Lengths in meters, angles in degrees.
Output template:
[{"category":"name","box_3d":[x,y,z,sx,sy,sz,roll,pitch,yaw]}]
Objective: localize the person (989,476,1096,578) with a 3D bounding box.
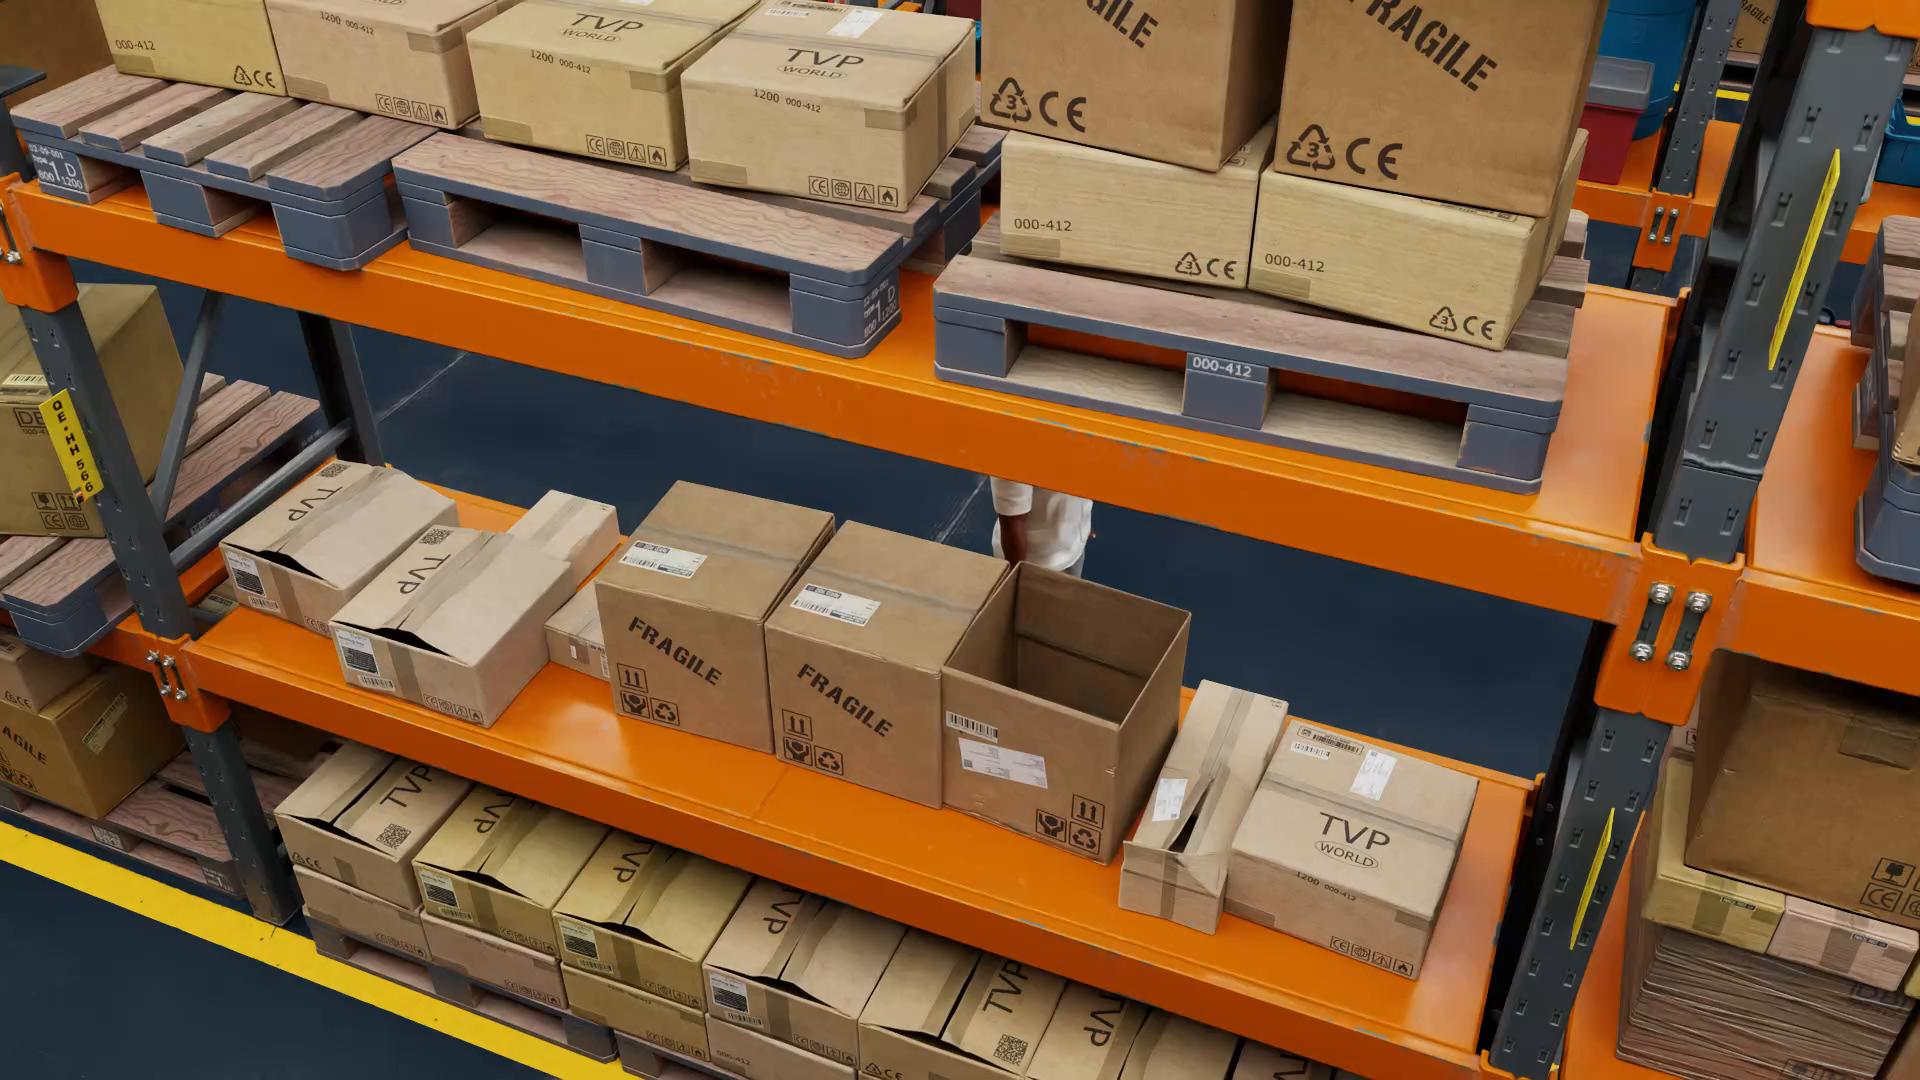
[{"category":"person","box_3d":[0.307,0.009,6.120,0.364,1.763,0.566,15,40,19]}]
